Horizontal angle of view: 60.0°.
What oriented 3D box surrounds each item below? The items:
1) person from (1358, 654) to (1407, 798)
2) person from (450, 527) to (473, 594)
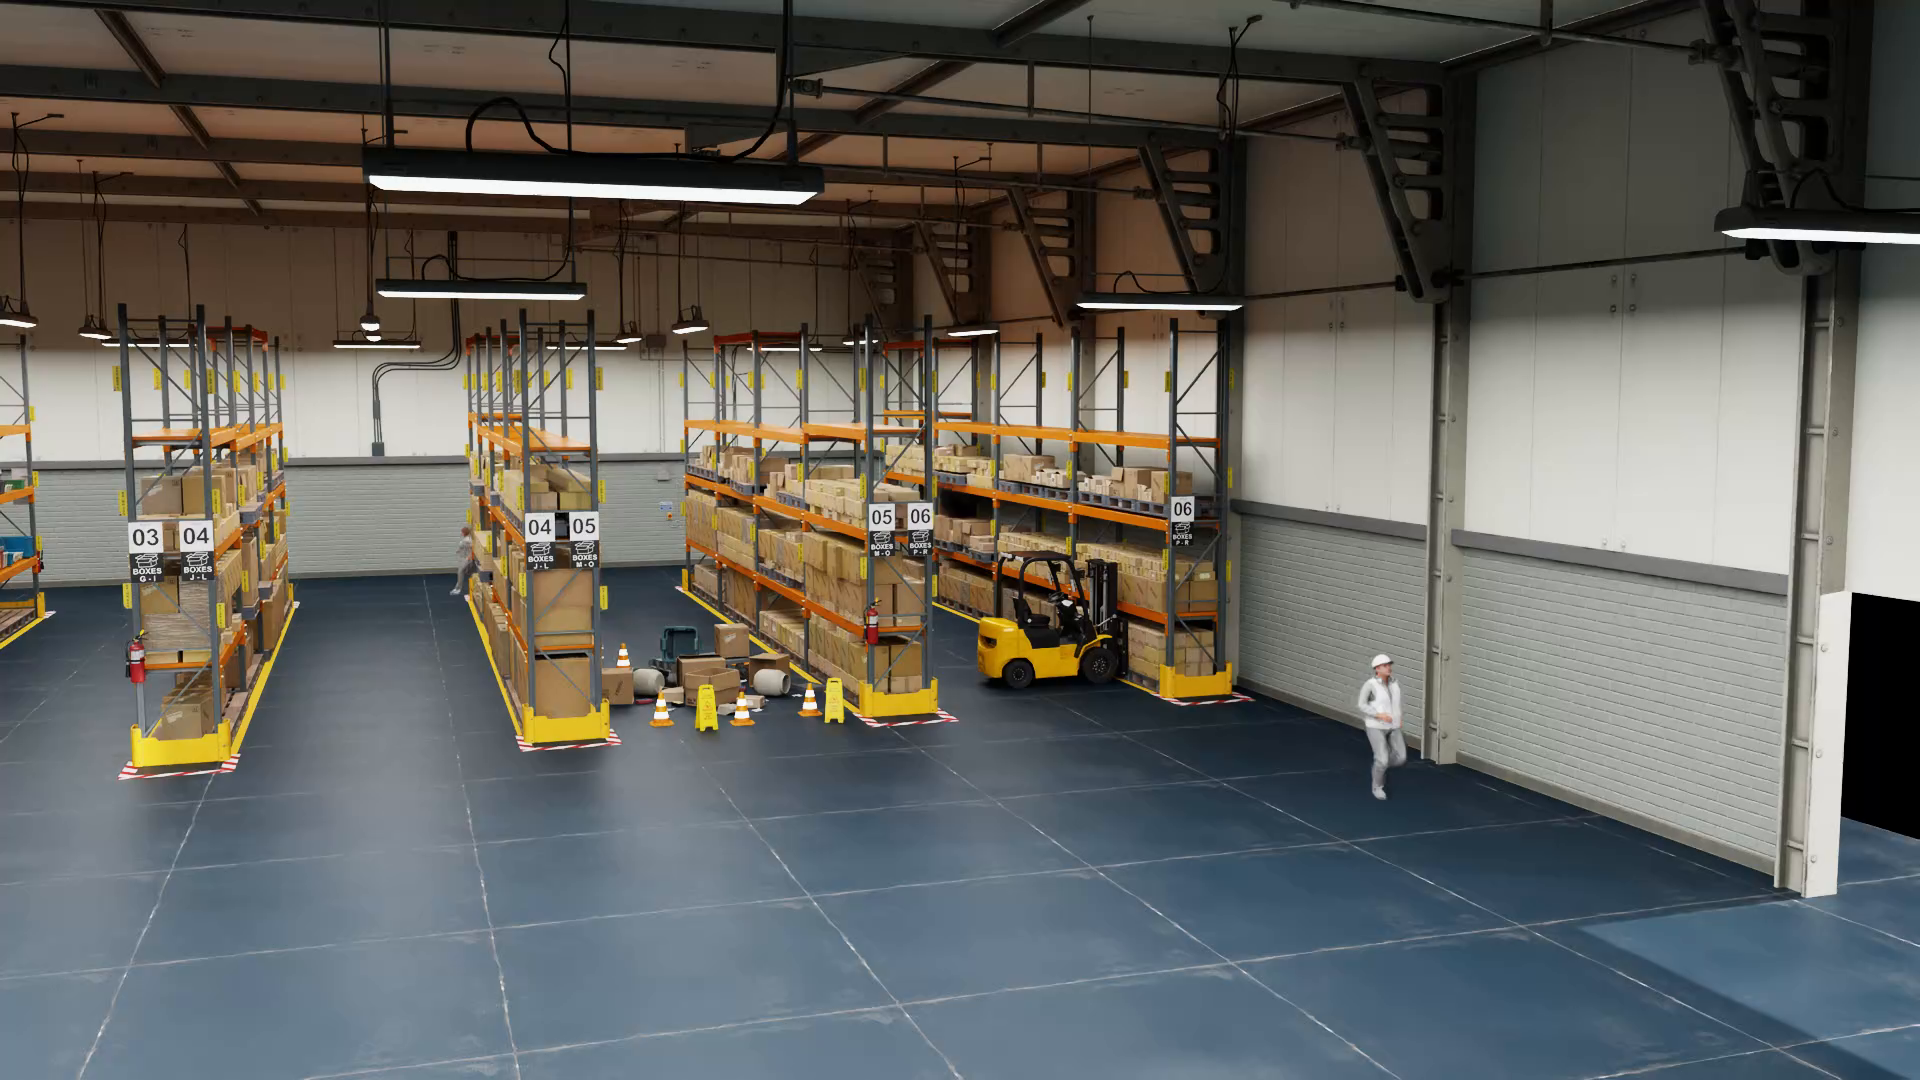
[{"bbox_3d":[5.115,2.243,20.050,0.698,1.737,0.591,-2,6,-22],"label":"person"},{"bbox_3d":[-11.638,0.480,39.263,0.811,1.597,0.602,-3,6,-27],"label":"person"}]
